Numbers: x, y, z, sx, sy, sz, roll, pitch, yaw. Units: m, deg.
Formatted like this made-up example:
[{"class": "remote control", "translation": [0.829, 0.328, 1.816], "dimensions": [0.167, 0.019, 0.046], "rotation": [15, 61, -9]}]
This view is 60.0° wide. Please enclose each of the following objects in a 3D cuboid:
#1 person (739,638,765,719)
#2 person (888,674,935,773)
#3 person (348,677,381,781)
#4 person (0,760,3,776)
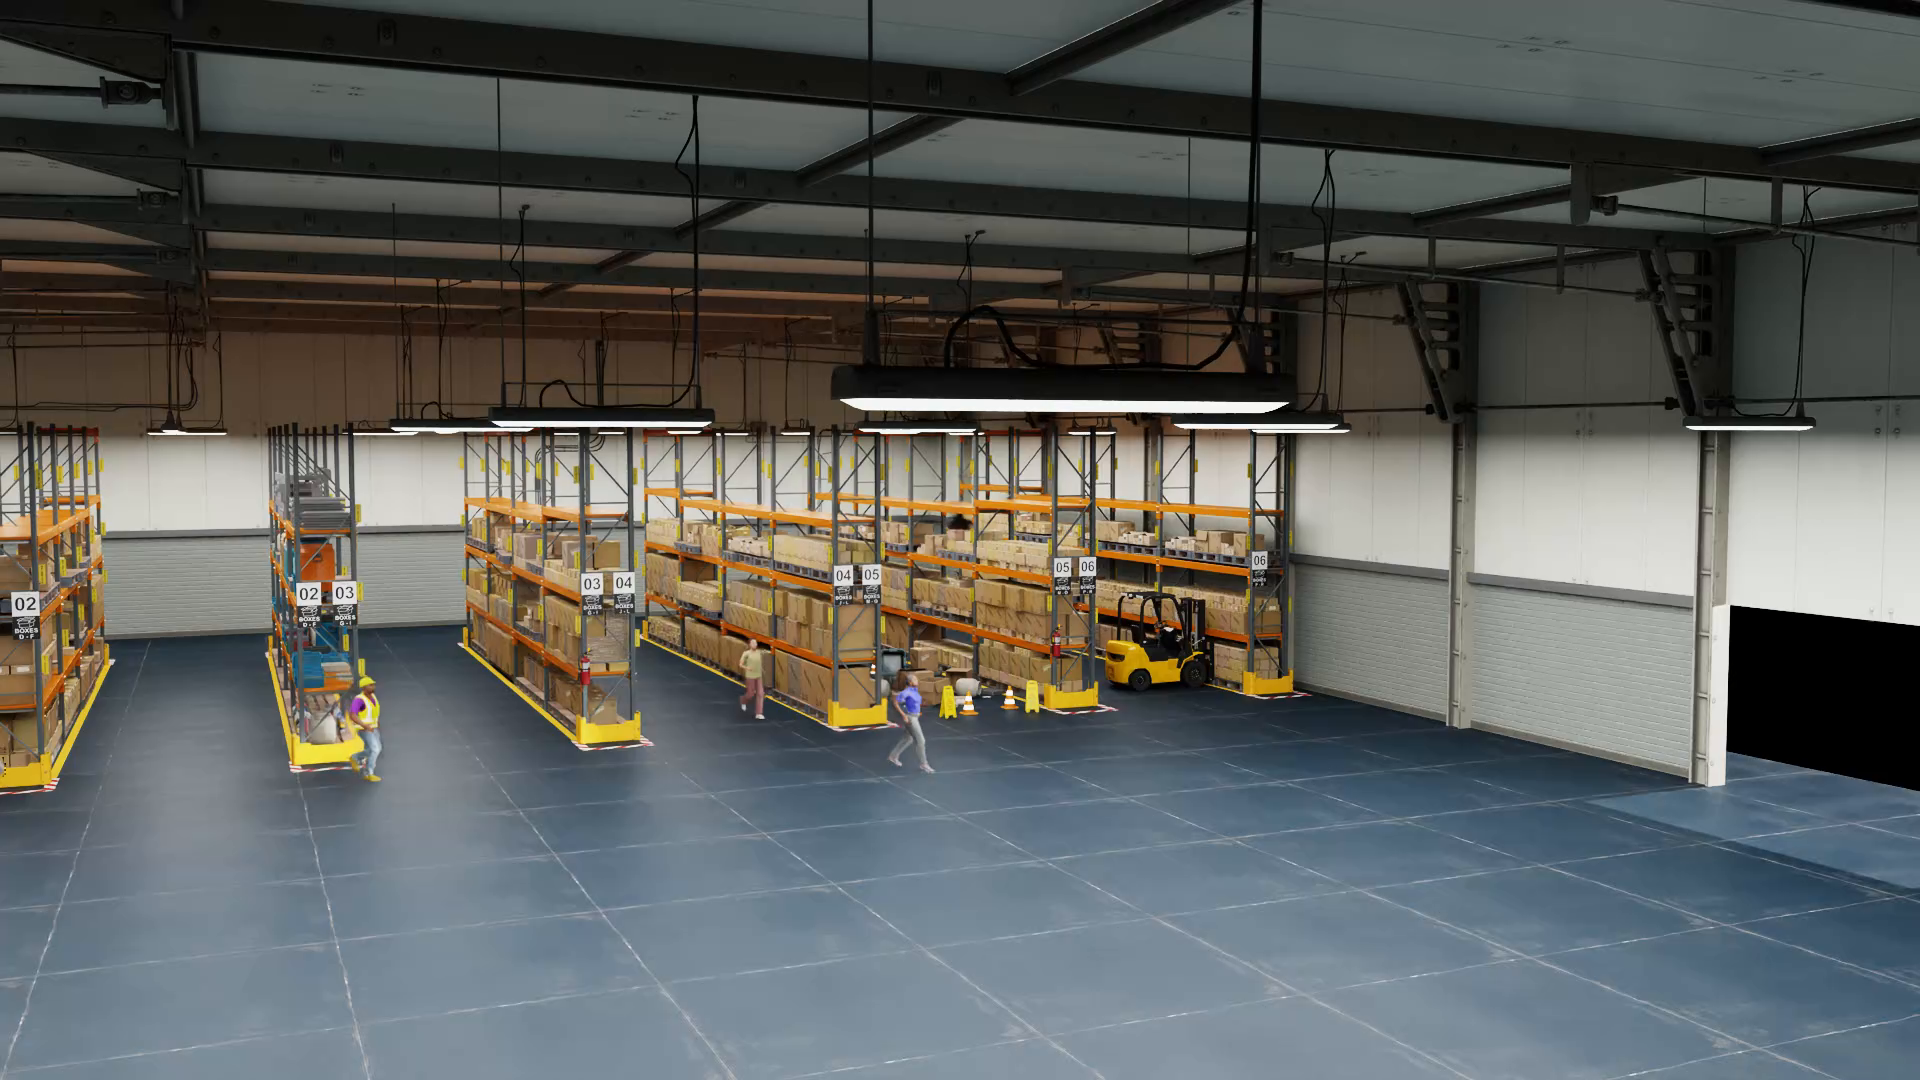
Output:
[{"class": "person", "translation": [-4.227, 2.809, 33.963], "dimensions": [0.565, 1.645, 0.924], "rotation": [-3, 4, -36]}, {"class": "person", "translation": [-0.834, 3.135, 28.559], "dimensions": [0.851, 1.687, 0.559], "rotation": [1, 4, 12]}, {"class": "person", "translation": [-10.016, 3.162, 27.914], "dimensions": [0.629, 1.730, 0.737], "rotation": [0, 4, 8]}, {"class": "person", "translation": [-15.284, 3.299, 26.015], "dimensions": [0.561, 1.655, 0.579], "rotation": [1, 4, 20]}]
